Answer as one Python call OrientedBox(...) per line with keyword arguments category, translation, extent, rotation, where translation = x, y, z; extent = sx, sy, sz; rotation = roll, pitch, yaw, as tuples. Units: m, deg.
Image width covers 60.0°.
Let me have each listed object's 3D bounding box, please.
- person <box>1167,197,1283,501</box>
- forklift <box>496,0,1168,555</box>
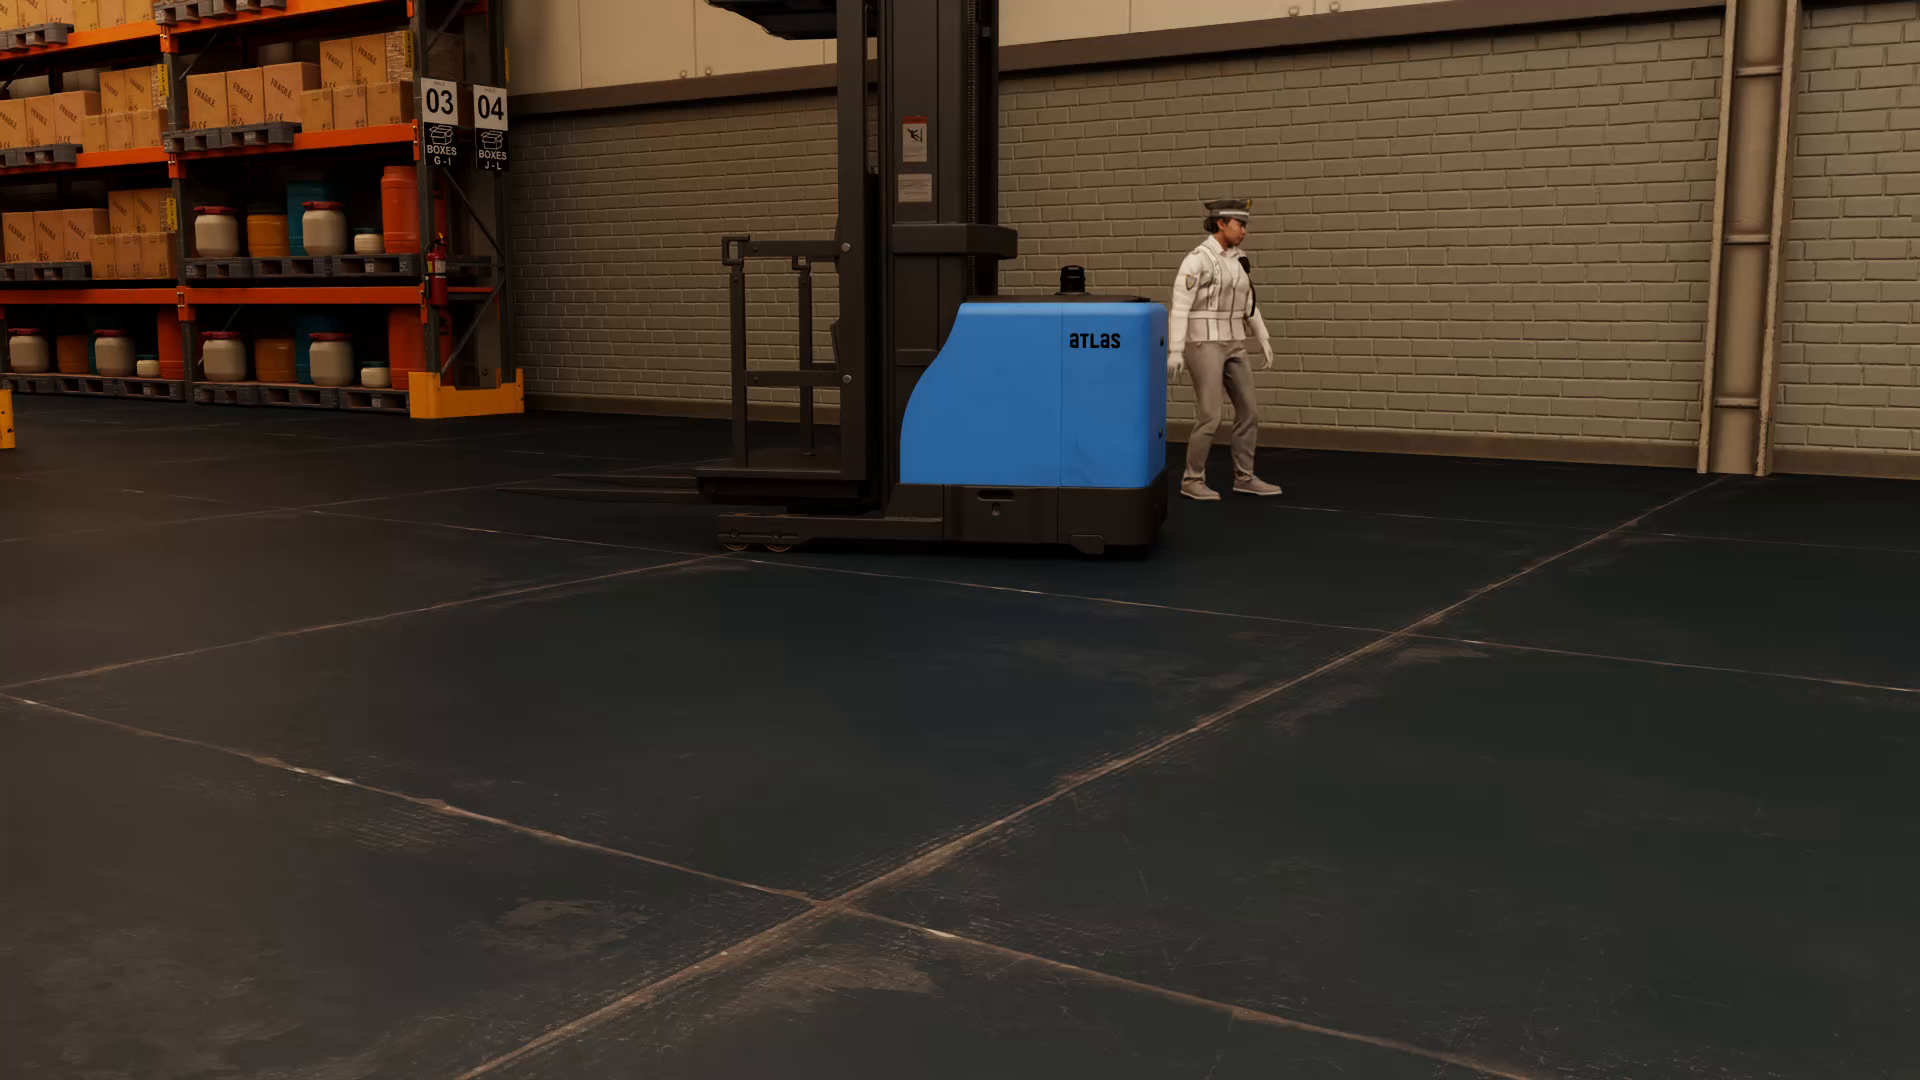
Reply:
OrientedBox(category="person", translation=(1.442, -1.046, 9.150), extent=(0.734, 1.642, 0.364), rotation=(-7, 11, -40))
OrientedBox(category="forklift", translation=(-0.596, -1.469, 7.520), extent=(3.031, 2.935, 1.130), rotation=(2, 8, 12))
